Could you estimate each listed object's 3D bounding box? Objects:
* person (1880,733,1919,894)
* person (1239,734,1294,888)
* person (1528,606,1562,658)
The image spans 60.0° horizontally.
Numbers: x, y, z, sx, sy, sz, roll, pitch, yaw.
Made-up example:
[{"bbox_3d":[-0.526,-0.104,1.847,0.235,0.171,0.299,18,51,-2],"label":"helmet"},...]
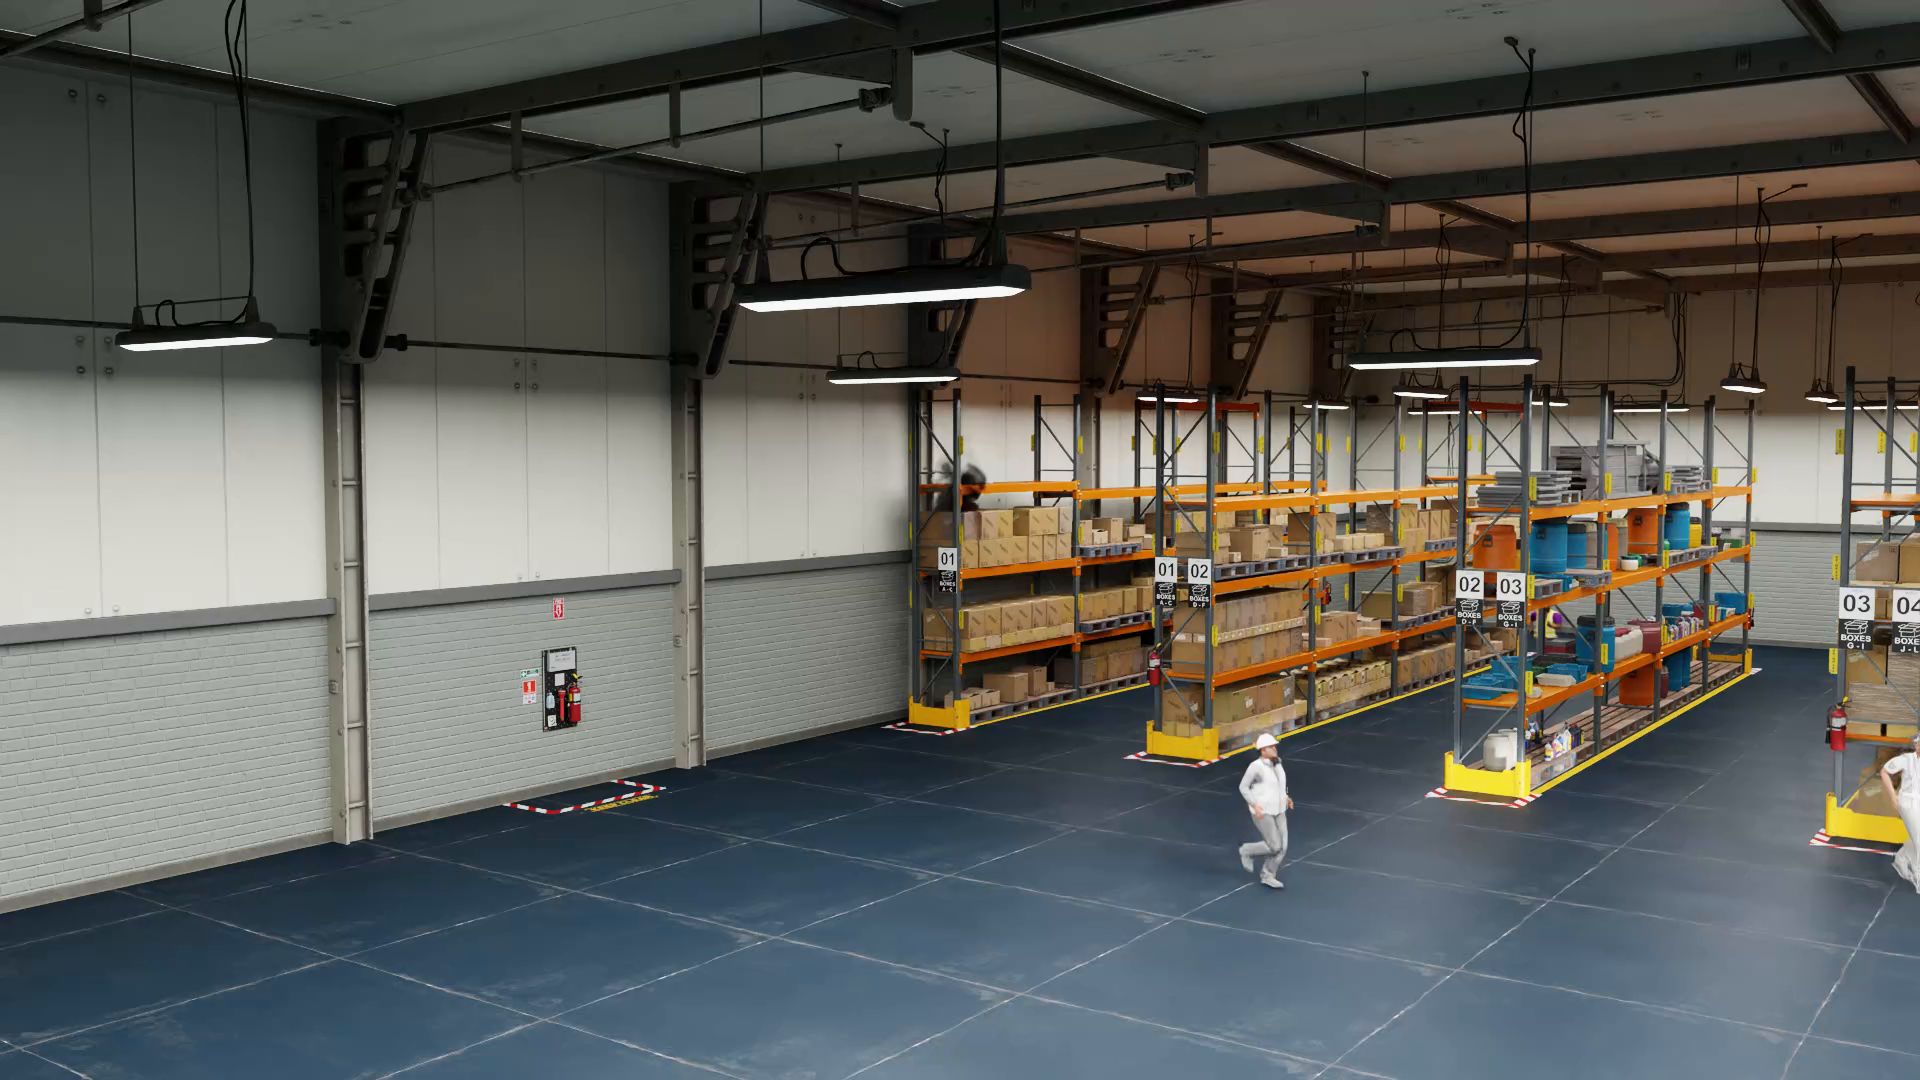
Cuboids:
[{"bbox_3d":[10.845,3.055,18.812,0.648,1.840,0.819,-1,3,-9],"label":"person"},{"bbox_3d":[3.482,3.068,18.902,0.662,1.729,0.583,-2,4,-37],"label":"person"},{"bbox_3d":[12.375,2.106,35.194,0.681,1.822,0.818,1,4,23],"label":"person"}]
